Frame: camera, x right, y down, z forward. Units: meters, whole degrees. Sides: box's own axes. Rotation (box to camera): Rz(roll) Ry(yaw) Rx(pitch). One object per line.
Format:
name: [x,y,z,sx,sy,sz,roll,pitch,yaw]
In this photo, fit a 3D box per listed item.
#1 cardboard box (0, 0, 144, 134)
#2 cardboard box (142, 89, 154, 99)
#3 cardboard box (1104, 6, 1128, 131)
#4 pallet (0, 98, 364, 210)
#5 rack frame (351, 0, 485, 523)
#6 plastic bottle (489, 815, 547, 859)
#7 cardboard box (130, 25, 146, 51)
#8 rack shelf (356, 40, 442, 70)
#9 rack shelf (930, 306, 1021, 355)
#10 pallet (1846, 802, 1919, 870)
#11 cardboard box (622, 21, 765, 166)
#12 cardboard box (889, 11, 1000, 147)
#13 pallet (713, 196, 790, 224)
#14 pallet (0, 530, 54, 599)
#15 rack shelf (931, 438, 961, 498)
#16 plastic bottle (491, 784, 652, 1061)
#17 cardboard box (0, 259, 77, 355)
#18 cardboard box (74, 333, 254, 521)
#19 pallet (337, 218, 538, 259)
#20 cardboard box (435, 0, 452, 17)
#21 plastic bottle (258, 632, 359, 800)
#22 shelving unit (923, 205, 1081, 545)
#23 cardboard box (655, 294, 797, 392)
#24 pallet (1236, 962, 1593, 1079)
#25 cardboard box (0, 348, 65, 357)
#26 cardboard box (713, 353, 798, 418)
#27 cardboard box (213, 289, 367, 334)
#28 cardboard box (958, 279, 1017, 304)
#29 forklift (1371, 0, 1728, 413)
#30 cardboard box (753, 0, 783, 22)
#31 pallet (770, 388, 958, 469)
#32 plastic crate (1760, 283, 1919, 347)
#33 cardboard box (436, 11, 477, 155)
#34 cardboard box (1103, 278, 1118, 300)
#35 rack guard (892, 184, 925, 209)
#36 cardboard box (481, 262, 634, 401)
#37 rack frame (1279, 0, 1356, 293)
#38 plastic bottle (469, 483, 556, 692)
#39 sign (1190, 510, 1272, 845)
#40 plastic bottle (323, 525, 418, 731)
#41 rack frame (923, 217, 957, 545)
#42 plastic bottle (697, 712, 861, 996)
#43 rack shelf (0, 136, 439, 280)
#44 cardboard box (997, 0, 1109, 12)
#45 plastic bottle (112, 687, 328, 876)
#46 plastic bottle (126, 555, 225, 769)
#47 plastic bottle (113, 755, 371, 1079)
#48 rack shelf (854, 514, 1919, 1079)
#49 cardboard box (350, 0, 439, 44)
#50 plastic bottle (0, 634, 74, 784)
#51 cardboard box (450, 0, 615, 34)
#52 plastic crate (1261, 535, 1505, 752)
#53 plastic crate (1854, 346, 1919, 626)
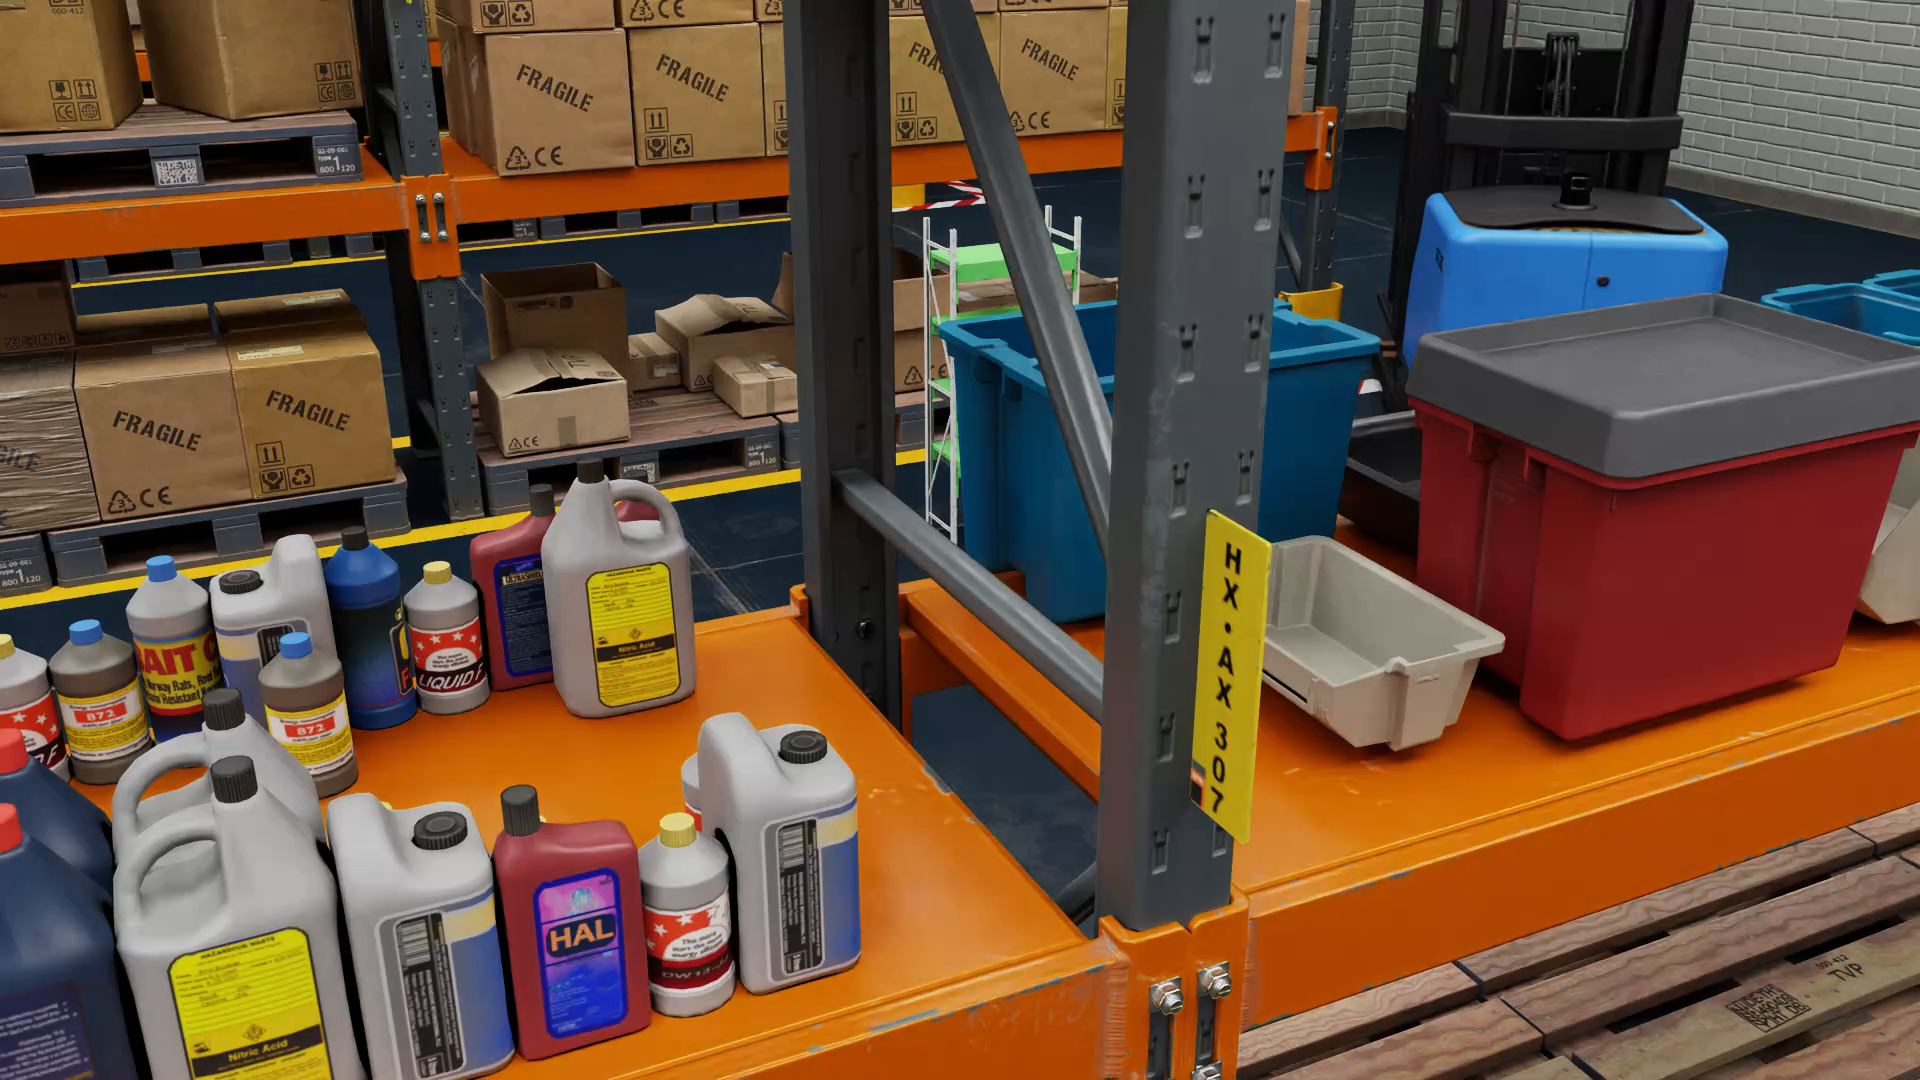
cardboard box: [-3.234,-1.735,5.841,0.500,0.500,0.700,-6,23,-15]
cardboard box: [-4.799,-2.387,10.357,0.750,0.750,0.750,-10,25,-23]
cardboard box: [0.735,-2.087,7.239,0.500,0.500,0.500,-10,25,-23]
pallet: [-2.885,-1.449,6.079,1.213,0.211,1.003,-10,25,-24]
rack frame: [-2.118,-1.633,6.272,0.127,3.000,1.000,-10,25,-24]
plastic bottle: [-0.427,0.374,1.685,0.097,0.201,0.097,0,22,0]
cardboard box: [-4.922,-3.001,9.881,0.250,0.149,0.380,-10,24,-22]
rack shelf: [-2.468,-3.338,11.334,4.000,0.370,1.077,-10,25,-24]
rack shelf: [0.149,-0.745,6.019,0.480,0.148,0.258,-10,25,-24]
pallet: [2.871,0.823,3.985,1.213,0.211,1.003,-10,25,-24]
cardboard box: [-1.081,-1.755,6.438,0.500,0.500,0.500,-10,24,-23]
cardboard box: [-0.171,-1.922,6.842,0.500,0.500,0.500,-11,25,-24]
pallet: [-1.352,-2.555,12.145,1.213,0.211,1.003,-10,25,-24]
pallet: [-3.935,0.008,5.955,1.213,0.211,1.003,-10,25,-24]
rack shelf: [0.149,-0.301,6.203,0.480,0.148,0.258,-10,25,-24]
plastic bottle: [-0.377,0.360,1.611,0.133,0.283,0.061,-10,25,-24]
cardboard box: [-3.561,-0.865,6.131,0.500,0.250,0.500,-10,25,-24]
cardboard box: [-2.888,-0.421,6.038,0.500,0.500,0.500,-10,25,-23]
pallet: [-3.551,-2.150,11.168,1.213,0.211,1.003,-10,25,-24]
cardboard box: [-1.775,-2.314,6.480,0.500,0.500,0.500,-10,25,-23]
plastic bottle: [-0.814,0.213,2.073,0.097,0.201,0.097,0,22,0]
shelving unit: [0.149,-0.582,6.087,0.503,1.200,0.258,-10,25,-24]
cardboard box: [-1.052,-0.910,7.467,0.500,0.311,0.500,-10,25,-24]
pallet: [0.673,1.228,3.007,1.213,0.211,1.003,-10,25,-24]
cardboard box: [-3.589,-0.512,6.258,0.500,0.500,0.500,-10,25,-23]
cardboard box: [-0.871,-0.669,7.073,0.250,0.166,0.380,-10,25,-24]
cardboard box: [-2.660,-0.685,6.675,0.500,0.500,0.500,-12,25,-26]
cardboard box: [-0.028,-1.071,7.934,0.500,0.250,0.500,-10,25,-24]
forklift: [2.561,-2.061,7.397,1.130,2.935,3.031,3,23,7]
cardboard box: [-0.643,-2.293,6.429,0.500,0.500,0.500,-11,25,-25]
pallet: [-0.398,-0.661,7.572,1.213,0.211,1.003,-10,25,-24]
plastic crate: [1.809,-0.343,3.297,0.300,0.233,0.416,-10,25,-24]
cardboard box: [-1.779,-1.850,6.667,0.500,0.500,0.500,-10,25,-23]
cardboard box: [0.735,-1.198,8.351,0.250,0.166,0.380,-10,25,-24]
rack guard: [-0.644,-2.852,12.485,0.348,0.500,1.175,-10,25,-24]
cardboard box: [-1.728,-0.873,7.130,0.500,0.500,0.500,-10,25,-24]
rack frame: [1.486,-2.296,7.875,0.127,3.000,1.000,-10,25,-24]
plastic bottle: [-0.609,0.065,2.324,0.133,0.283,0.061,-10,25,-24]
sign: [0.264,0.137,1.635,0.005,0.325,0.100,-10,25,-24]
plastic bottle: [-0.793,0.112,2.226,0.097,0.271,0.097,0,22,0]
rack frame: [-0.071,-0.541,5.989,0.015,1.200,0.240,-10,25,-24]
plastic bottle: [-0.188,0.309,1.743,0.135,0.276,0.152,-10,25,-24]
rack shelf: [-3.920,-0.968,5.608,4.000,0.370,1.077,-10,25,-24]
cardboard box: [0.284,-2.464,6.842,0.500,0.500,0.500,-10,24,-22]
plastic bottle: [-0.722,0.313,1.635,0.185,0.351,0.144,-10,25,-24]
plastic bottle: [-1.002,0.151,2.133,0.097,0.271,0.097,0,22,0]
plastic bottle: [-0.660,0.363,1.515,0.185,0.351,0.144,-10,25,-24]
rack shelf: [1.829,0.076,3.086,4.000,0.370,1.077,-10,25,-24]
cardboard box: [-3.774,-3.562,10.541,0.700,0.700,0.980,-10,25,-23]
plastic bottle: [-1.177,0.215,2.068,0.097,0.201,0.097,0,22,0]
cardboard box: [-1.572,-2.122,6.016,0.500,0.500,0.500,-10,24,-22]
plastic crate: [0.508,0.141,2.253,0.243,0.136,0.396,-10,25,-24]
plastic crate: [1.483,-0.088,2.616,0.530,0.282,0.437,-10,25,-24]
